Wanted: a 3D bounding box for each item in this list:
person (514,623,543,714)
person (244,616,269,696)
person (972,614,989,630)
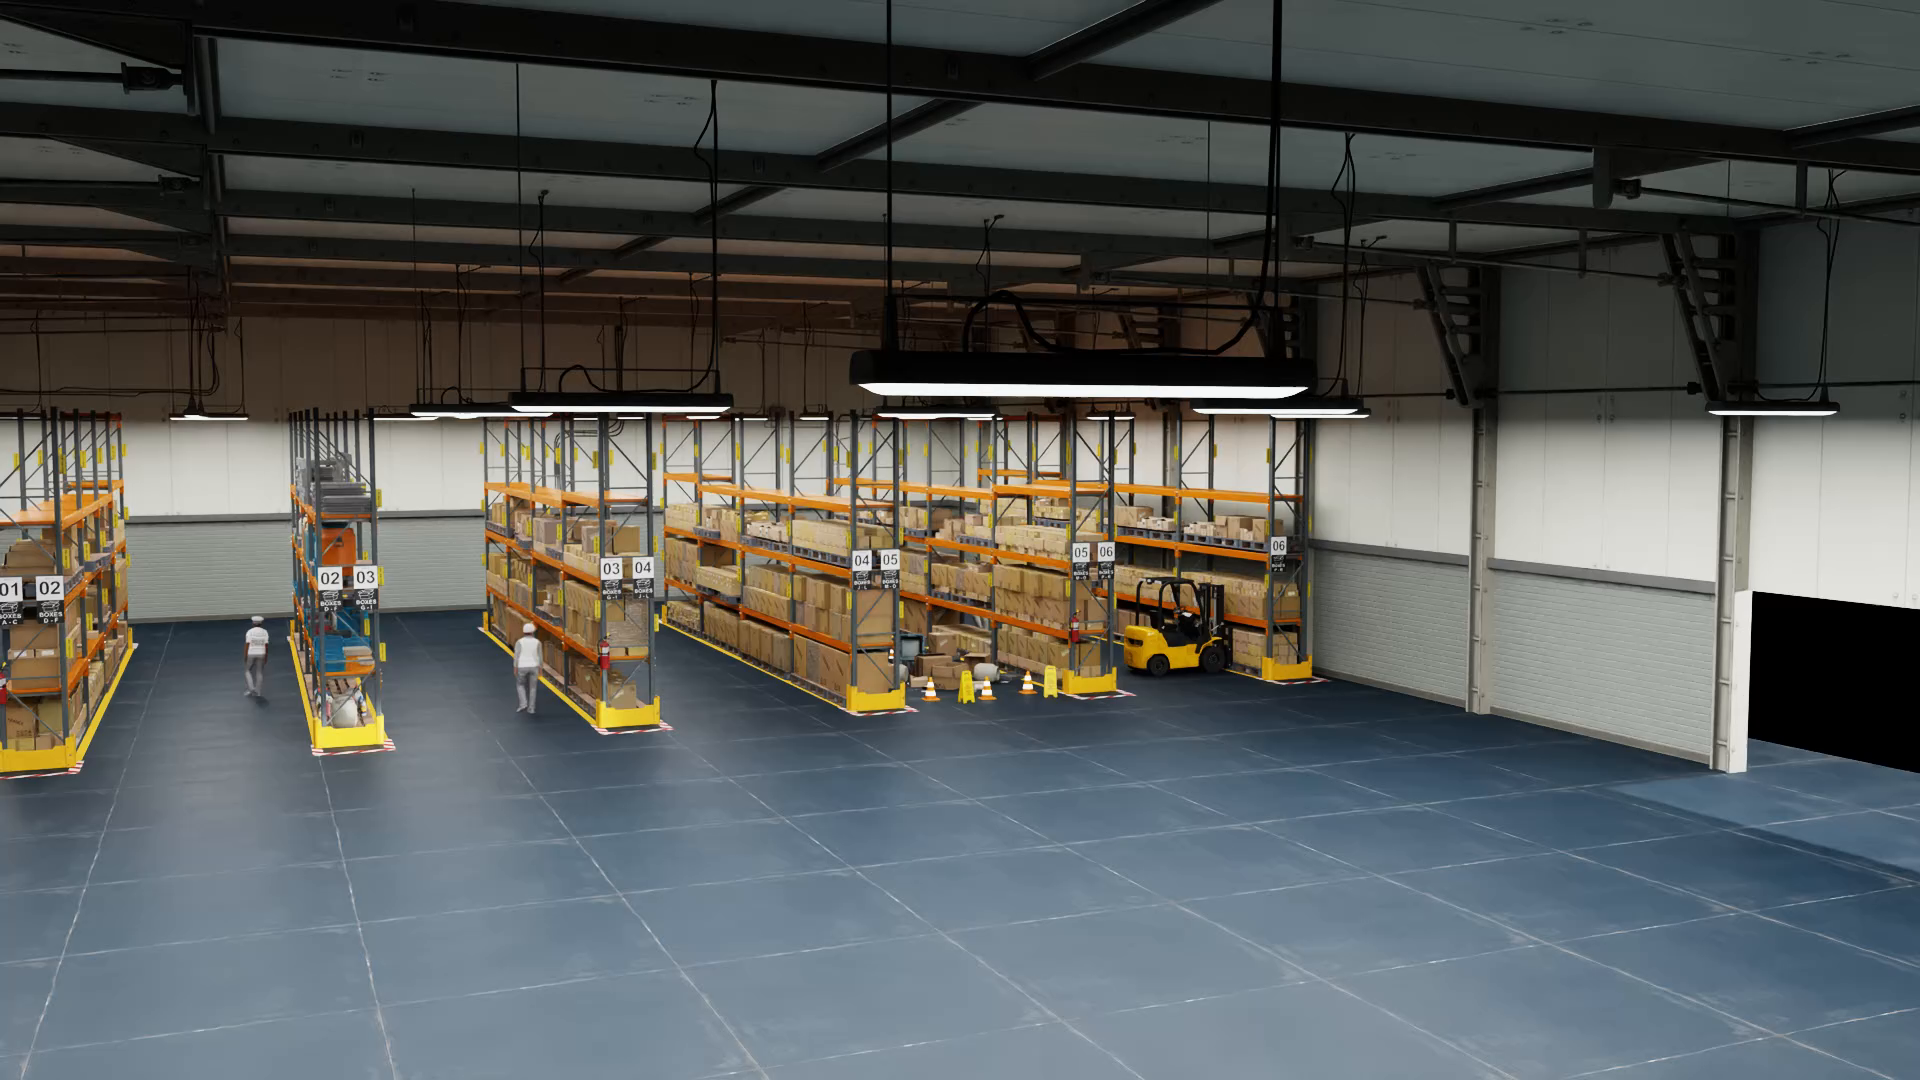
[{"bbox_3d":[-8.515,2.540,32.841,0.570,1.787,0.519,-2,4,-23],"label":"person"},{"bbox_3d":[-14.751,2.440,34.829,0.529,1.676,0.425,-2,5,-32],"label":"person"},{"bbox_3d":[0.596,1.740,45.409,0.424,1.706,0.525,3,5,40],"label":"person"}]
